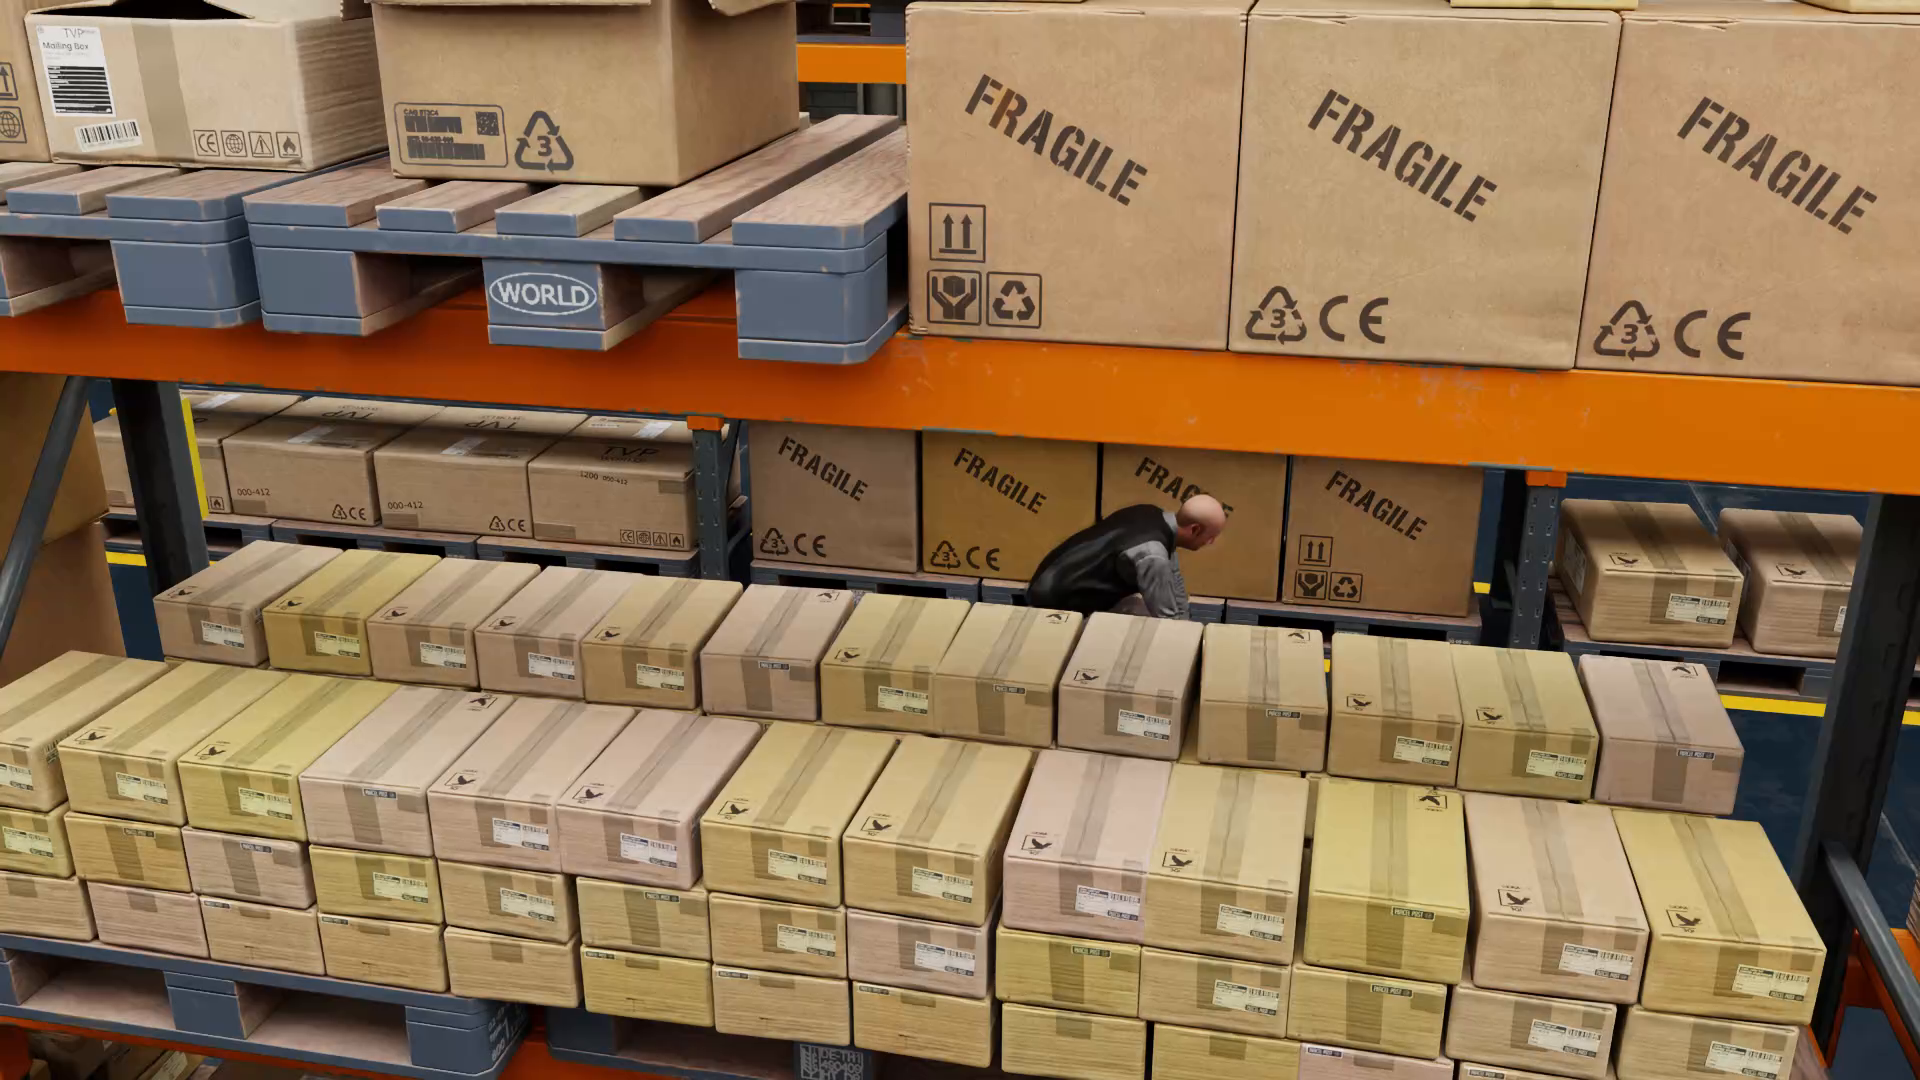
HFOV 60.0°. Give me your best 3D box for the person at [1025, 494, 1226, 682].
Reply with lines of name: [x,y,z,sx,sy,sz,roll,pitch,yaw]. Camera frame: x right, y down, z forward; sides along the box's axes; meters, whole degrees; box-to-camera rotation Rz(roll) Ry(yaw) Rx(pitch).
person: [0.711,0.301,7.232,0.829,1.082,0.557,4,22,11]
